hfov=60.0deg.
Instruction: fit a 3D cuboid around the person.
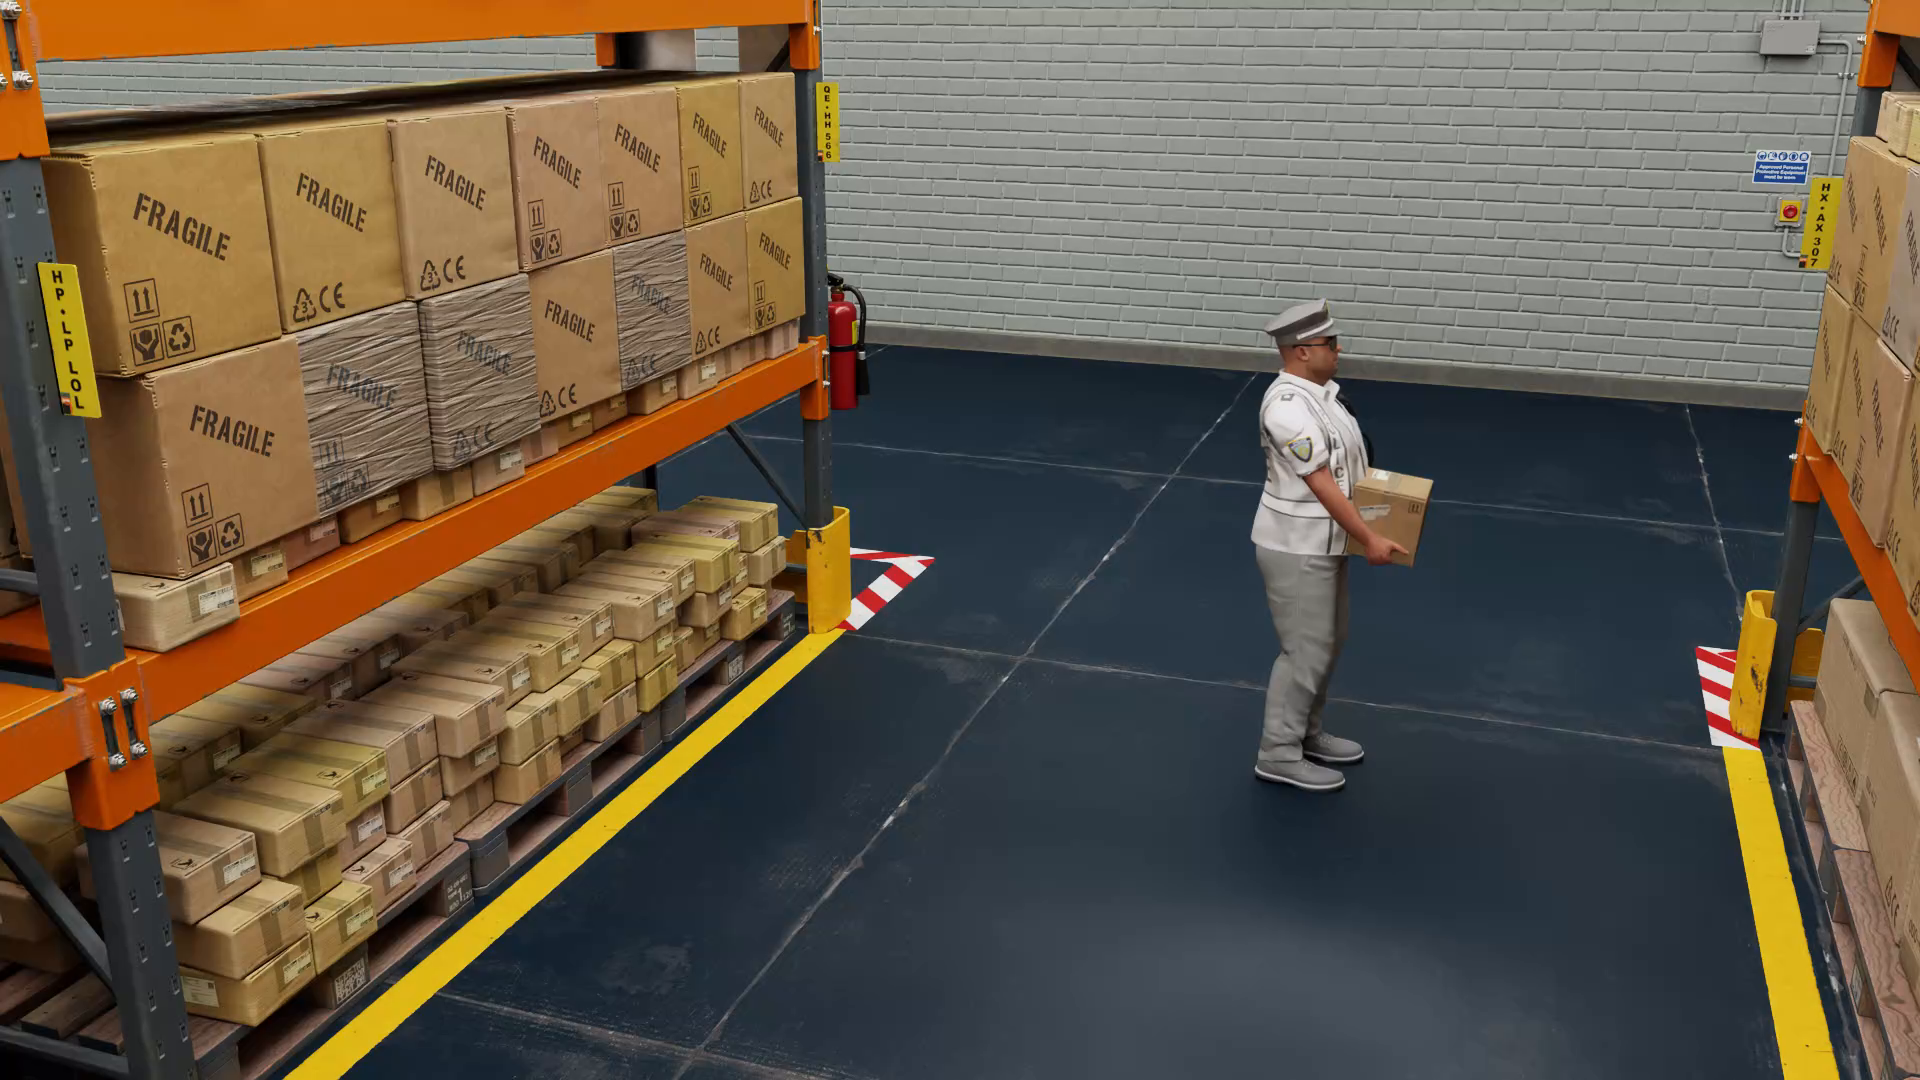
[{"bbox_3d":[1.336,0.012,5.987,0.571,1.766,0.494,7,20,19],"label":"person"}]
